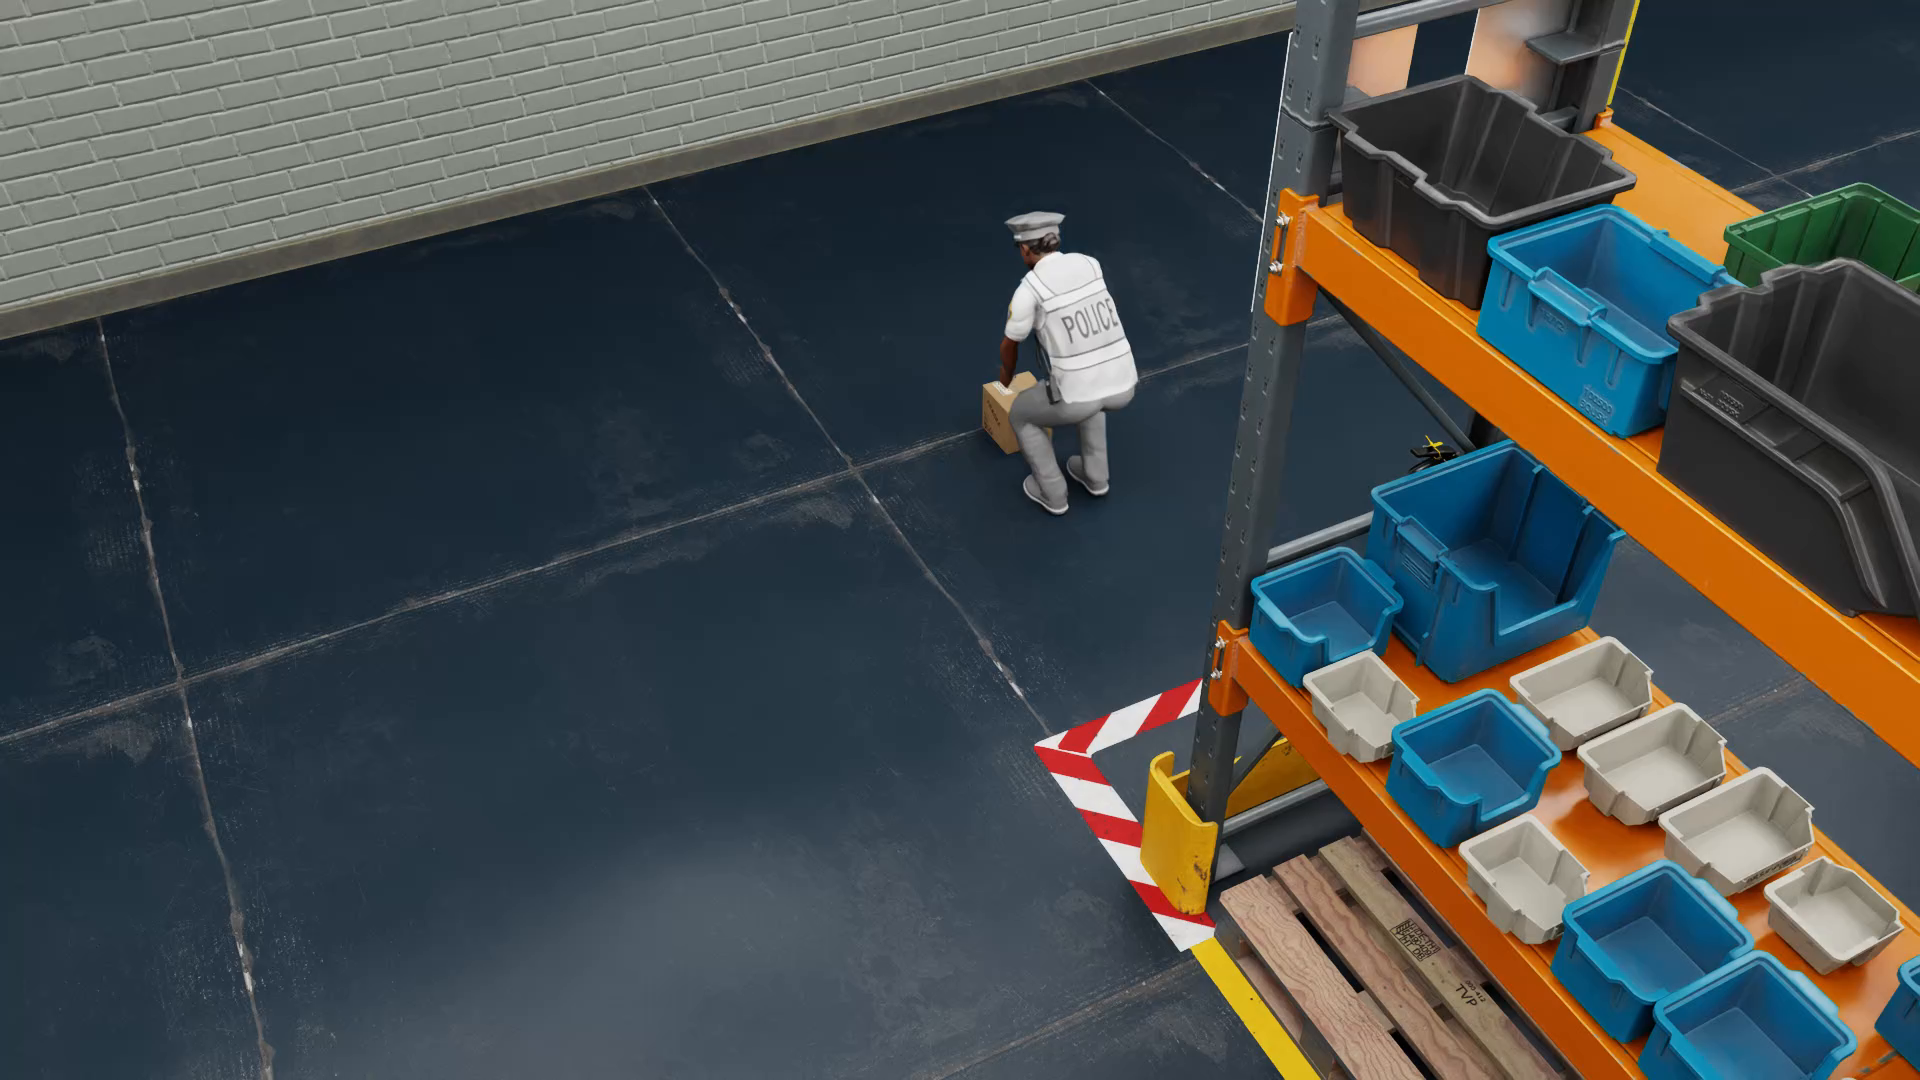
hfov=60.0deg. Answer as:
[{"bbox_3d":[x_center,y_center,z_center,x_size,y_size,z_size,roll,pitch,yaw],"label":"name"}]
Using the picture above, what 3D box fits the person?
[{"bbox_3d":[0.434,-0.749,7.263,0.496,1.331,0.741,-19,45,-20],"label":"person"}]
